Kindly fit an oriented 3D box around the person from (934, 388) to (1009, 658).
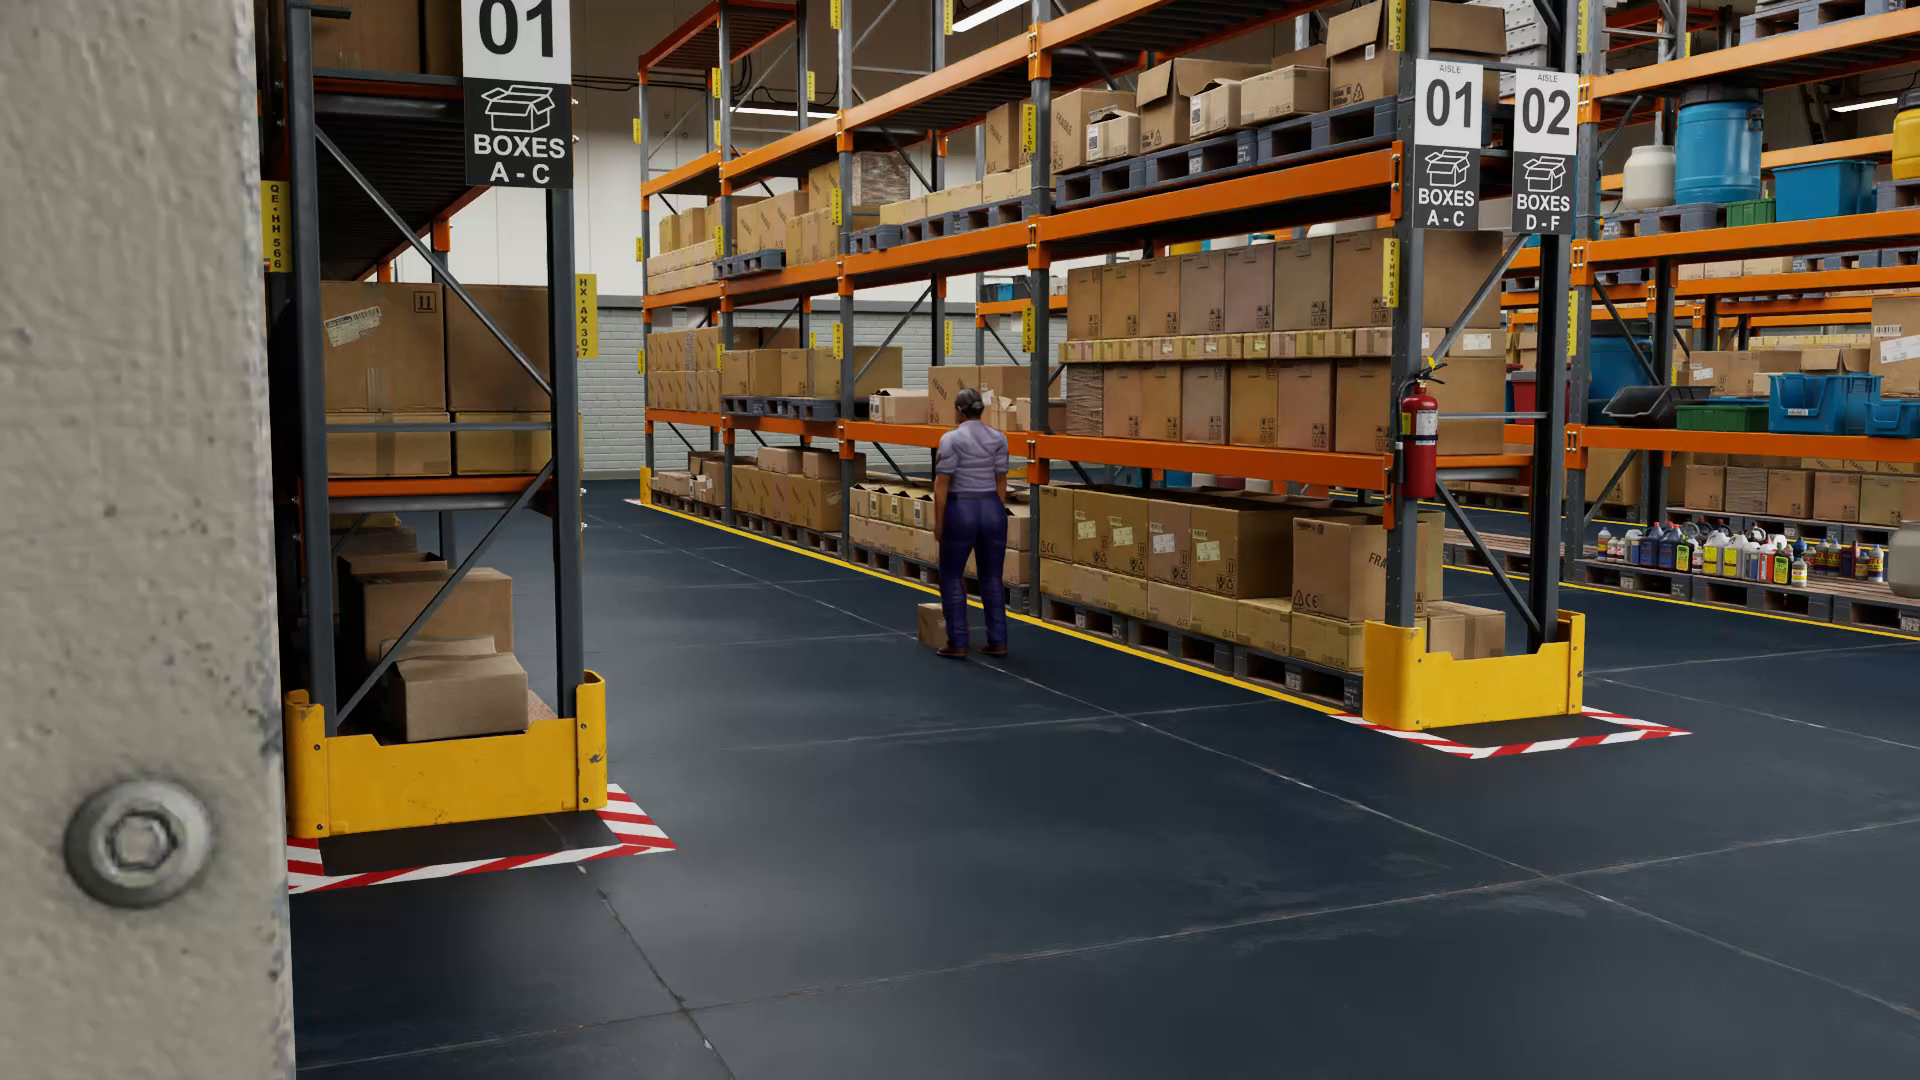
[{"bbox_3d":[0.058,-0.101,10.134,0.472,1.643,0.341,-2,6,-22],"label":"person"}]
